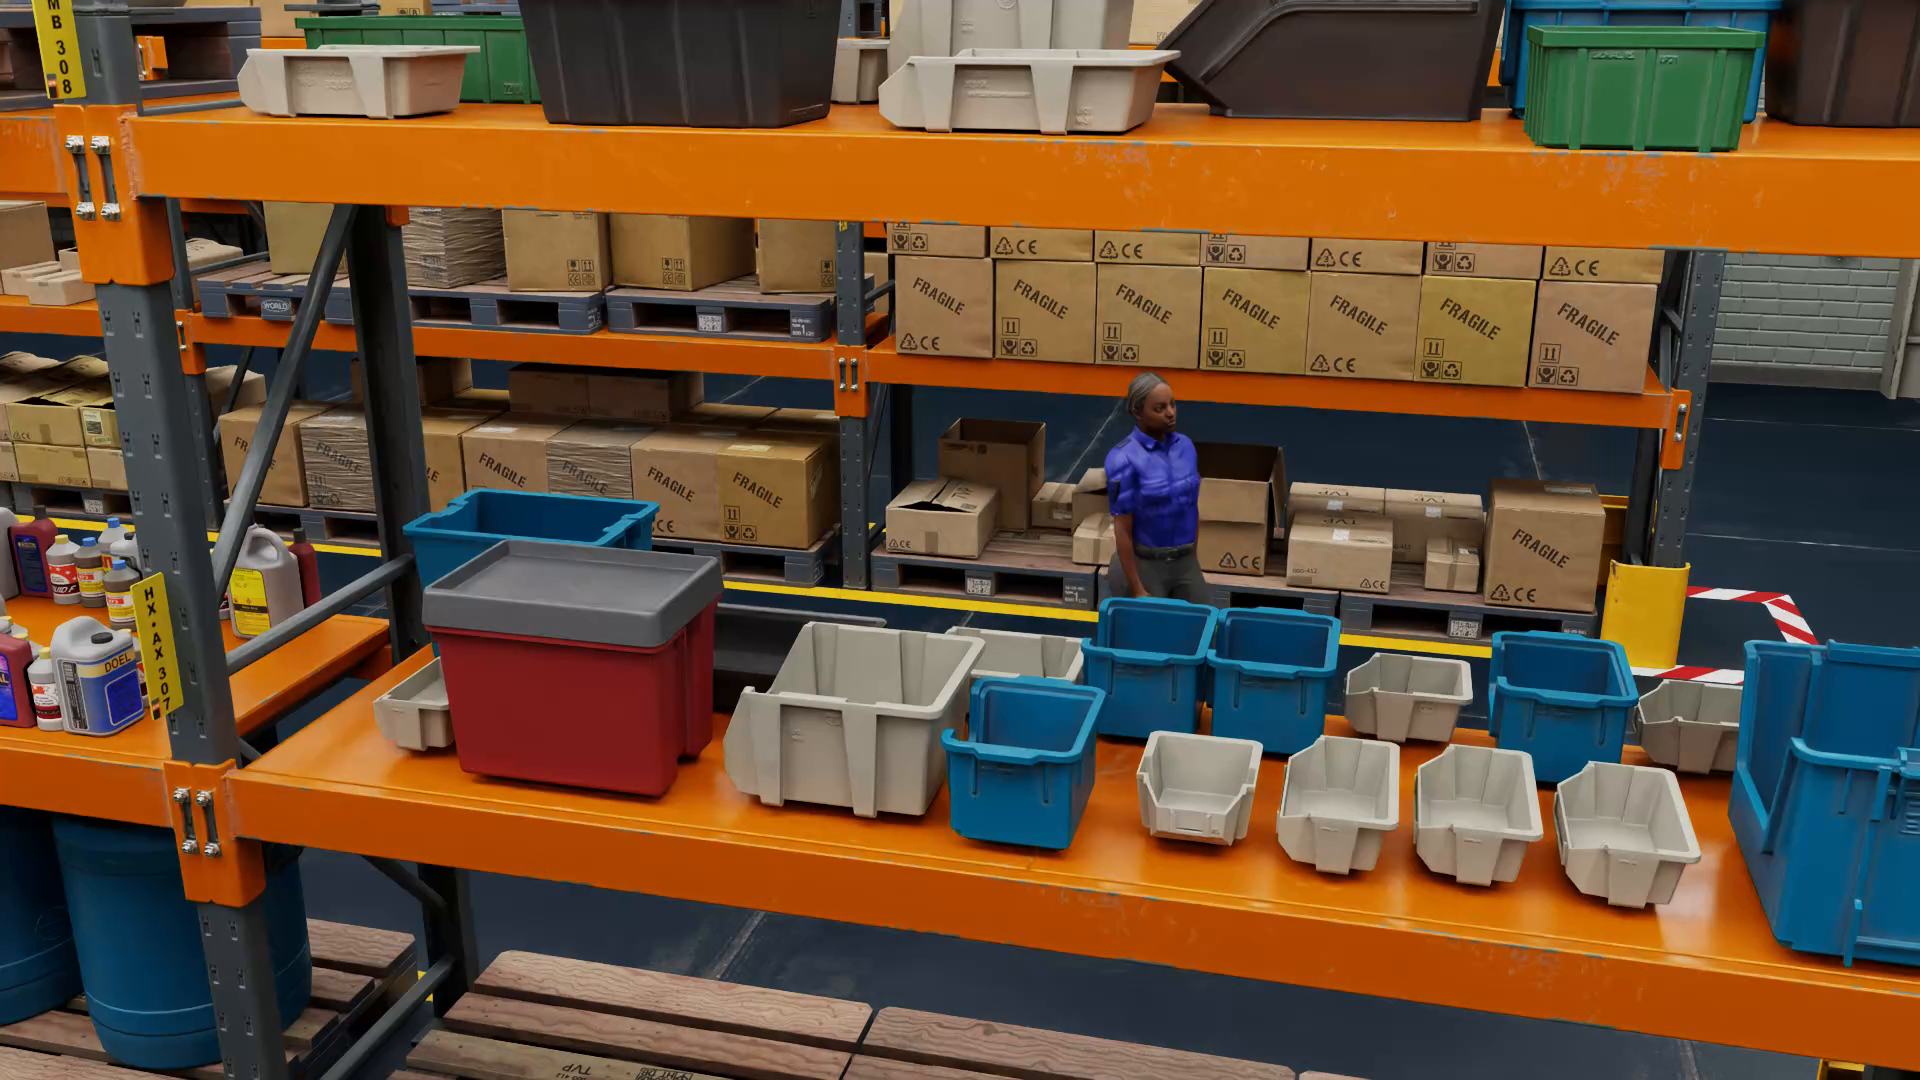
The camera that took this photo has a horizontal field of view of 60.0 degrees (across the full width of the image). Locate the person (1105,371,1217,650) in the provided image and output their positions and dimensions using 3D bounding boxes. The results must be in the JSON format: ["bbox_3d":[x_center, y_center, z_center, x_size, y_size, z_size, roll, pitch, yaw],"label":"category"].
[{"bbox_3d":[0.787,0.153,6.570,0.454,1.648,0.482,-11,21,-29],"label":"person"}]
